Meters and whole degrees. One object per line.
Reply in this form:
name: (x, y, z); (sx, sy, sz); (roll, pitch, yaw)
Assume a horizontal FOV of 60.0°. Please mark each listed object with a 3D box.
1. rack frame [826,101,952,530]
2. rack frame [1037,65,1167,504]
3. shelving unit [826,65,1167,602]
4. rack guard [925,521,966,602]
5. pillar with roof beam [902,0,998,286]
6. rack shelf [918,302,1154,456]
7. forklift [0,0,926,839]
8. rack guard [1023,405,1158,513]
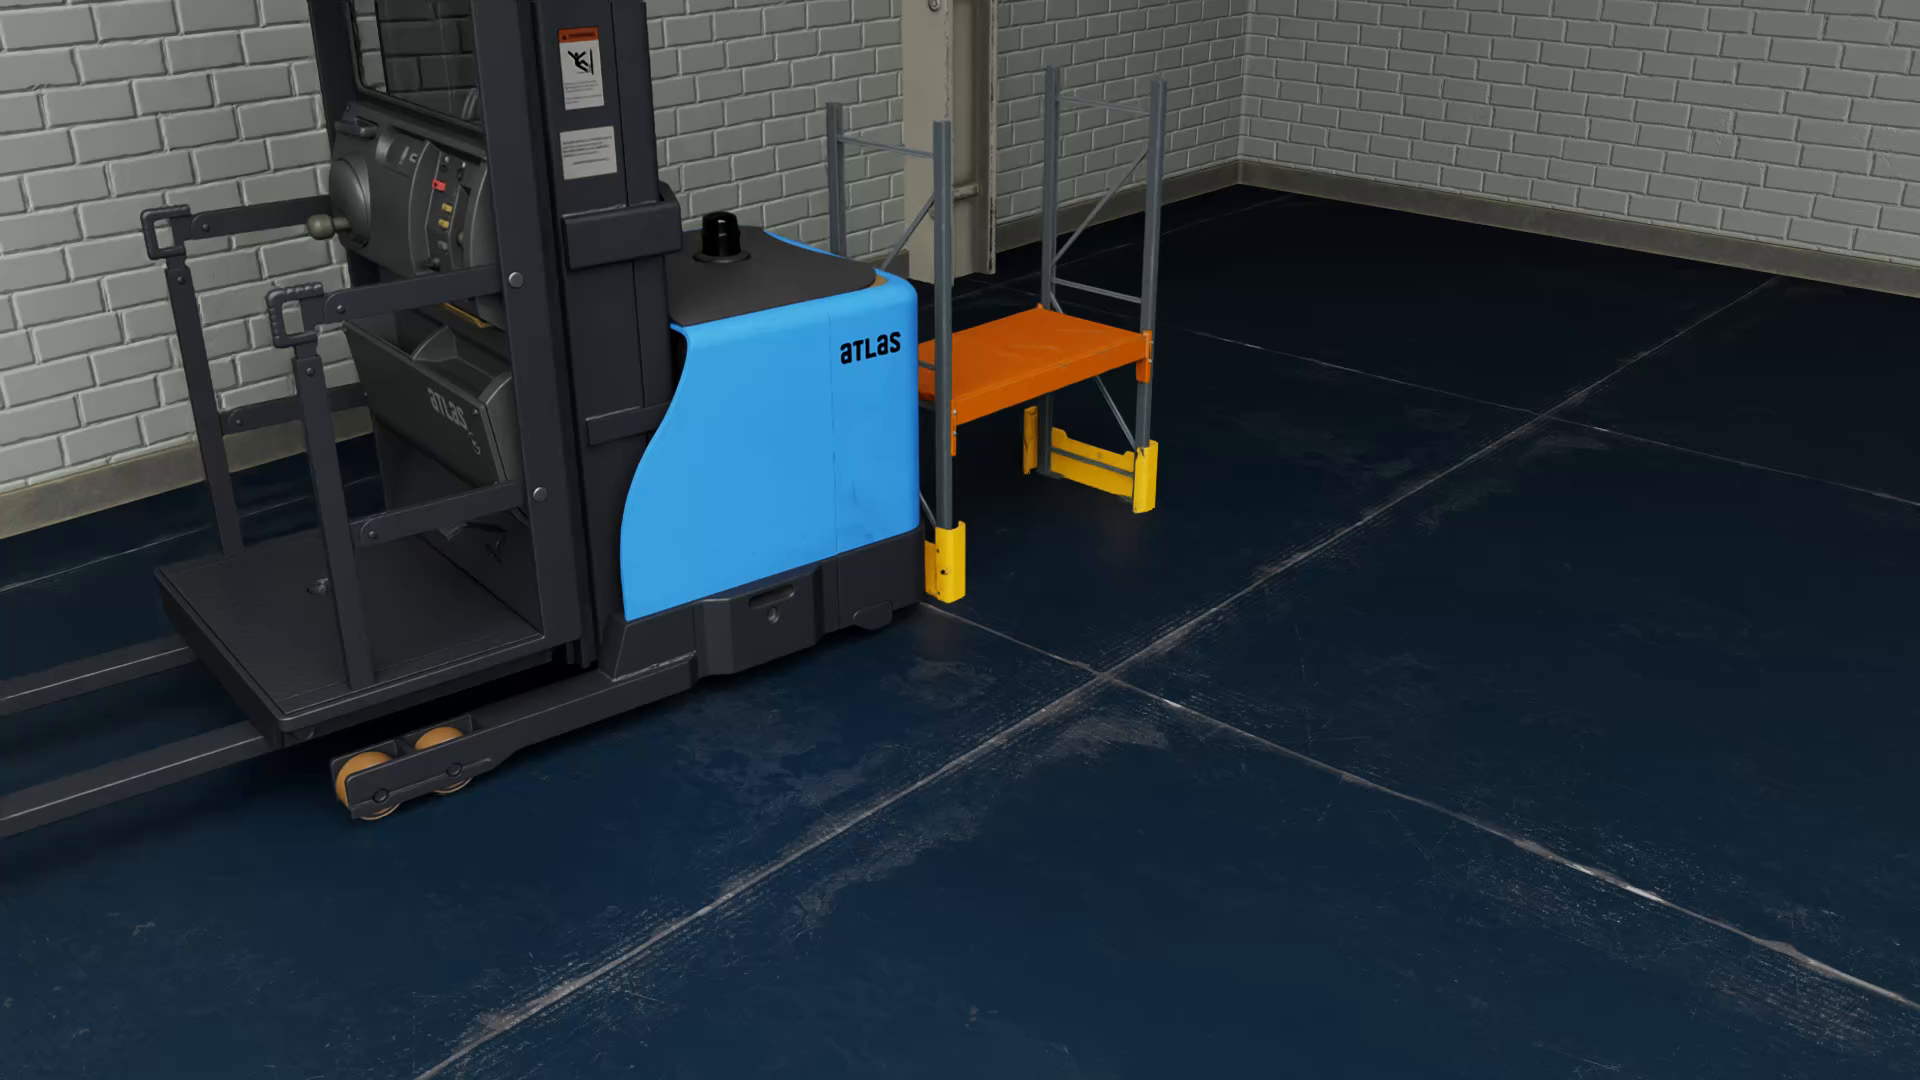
rack frame: (-0.216, -0.577, 5.203); (0.500, 1.500, 0.032); (21, 32, 39)
rack frame: (0.485, -0.878, 5.875); (0.500, 1.500, 0.032); (21, 32, 39)
shelving unit: (0.128, -0.724, 5.533); (0.587, 1.500, 1.083); (21, 32, 39)
rack guard: (-0.215, -0.007, 5.459); (0.587, 0.250, 0.087); (21, 32, 39)
pillar with roof beam: (3.156, -4.354, 4.461); (9.100, 9.000, 0.400); (20, 31, 38)
rack shelf: (0.135, -0.563, 5.612); (0.538, 0.185, 1.000); (21, 32, 39)
forklift: (-1.573, -0.878, 4.127); (3.031, 2.935, 1.130); (-18, 30, -35)
rack guard: (0.472, -0.302, 6.117); (0.587, 0.250, 0.087); (21, 32, 39)
